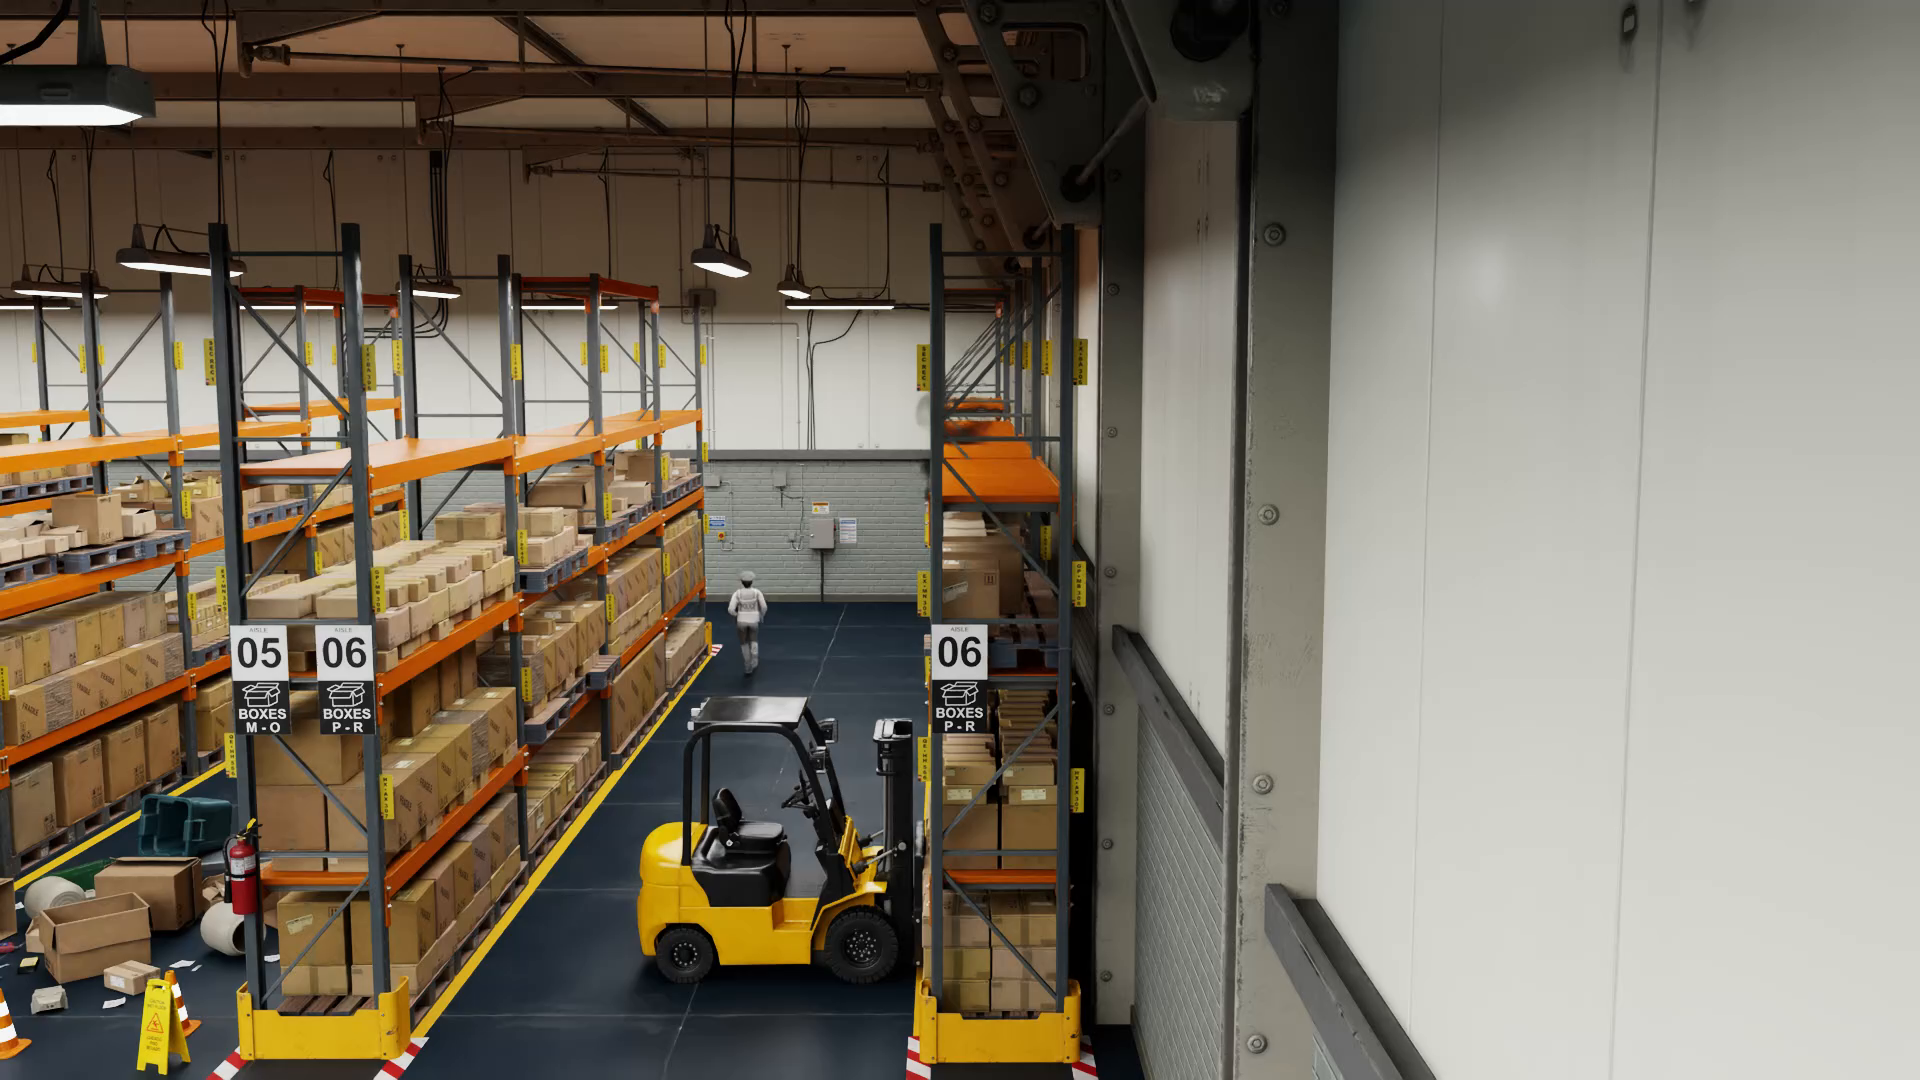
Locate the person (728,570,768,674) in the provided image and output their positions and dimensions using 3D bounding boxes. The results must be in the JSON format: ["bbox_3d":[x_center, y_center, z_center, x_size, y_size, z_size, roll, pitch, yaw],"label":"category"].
[{"bbox_3d":[-3.338,1.304,26.167,0.615,1.657,0.555,-1,7,-10],"label":"person"}]
